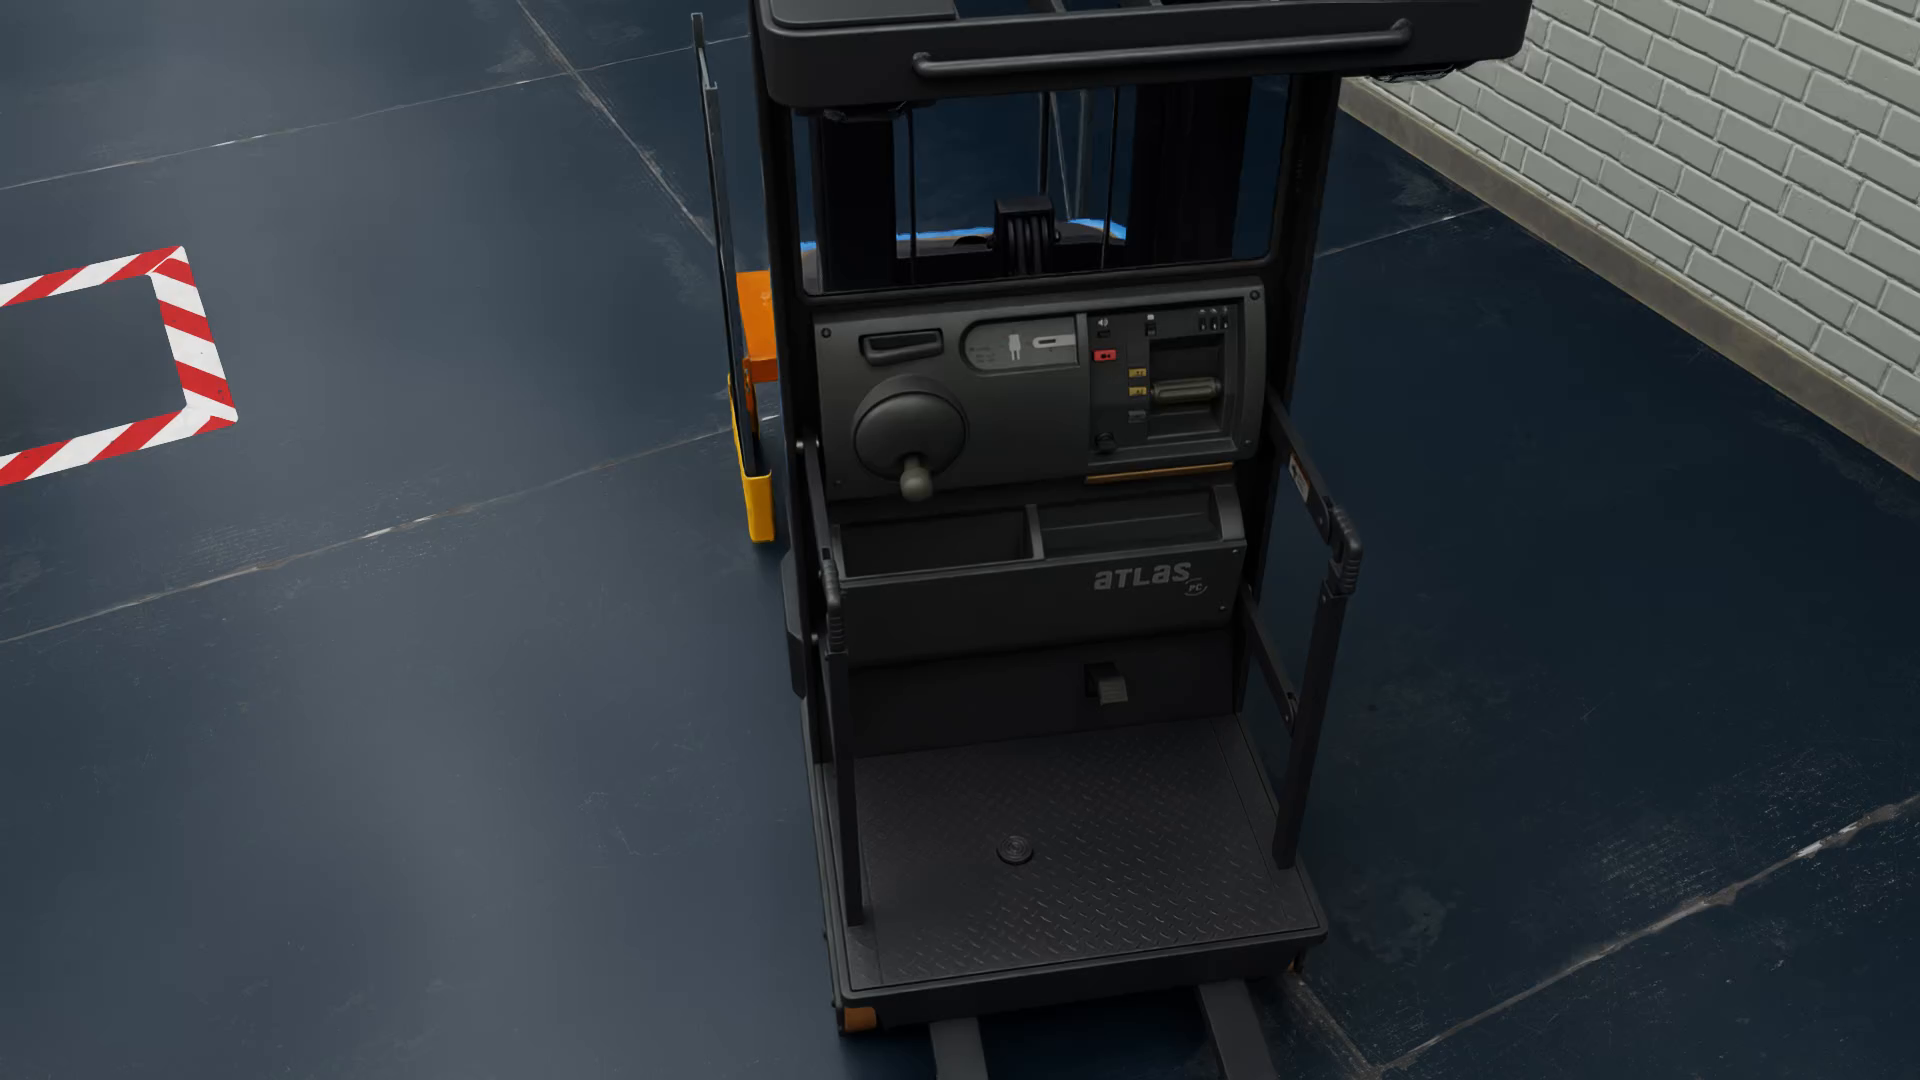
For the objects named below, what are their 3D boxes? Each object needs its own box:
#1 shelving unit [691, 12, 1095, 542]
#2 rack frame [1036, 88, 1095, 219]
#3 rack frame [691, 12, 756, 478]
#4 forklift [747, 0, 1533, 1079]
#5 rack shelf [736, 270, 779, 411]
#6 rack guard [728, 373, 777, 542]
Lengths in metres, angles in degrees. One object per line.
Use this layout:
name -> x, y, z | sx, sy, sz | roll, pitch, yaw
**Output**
shelving unit -> -0.186, -0.820, 5.057 | 1.083, 1.500, 0.587 | -7, 41, -9
rack frame -> 0.303, -0.883, 5.132 | 0.032, 1.500, 0.500 | -7, 41, -9
rack frame -> -0.693, -0.754, 4.980 | 0.032, 1.500, 0.500 | -7, 41, -9
forklift -> 0.209, -0.226, 3.249 | 1.130, 2.935, 3.031 | -6, 41, -7
rack shelf -> -0.195, -0.681, 5.172 | 1.000, 0.185, 0.538 | -7, 41, -9
rack guard -> -0.674, -0.279, 5.386 | 0.087, 0.250, 0.587 | -7, 41, -9
